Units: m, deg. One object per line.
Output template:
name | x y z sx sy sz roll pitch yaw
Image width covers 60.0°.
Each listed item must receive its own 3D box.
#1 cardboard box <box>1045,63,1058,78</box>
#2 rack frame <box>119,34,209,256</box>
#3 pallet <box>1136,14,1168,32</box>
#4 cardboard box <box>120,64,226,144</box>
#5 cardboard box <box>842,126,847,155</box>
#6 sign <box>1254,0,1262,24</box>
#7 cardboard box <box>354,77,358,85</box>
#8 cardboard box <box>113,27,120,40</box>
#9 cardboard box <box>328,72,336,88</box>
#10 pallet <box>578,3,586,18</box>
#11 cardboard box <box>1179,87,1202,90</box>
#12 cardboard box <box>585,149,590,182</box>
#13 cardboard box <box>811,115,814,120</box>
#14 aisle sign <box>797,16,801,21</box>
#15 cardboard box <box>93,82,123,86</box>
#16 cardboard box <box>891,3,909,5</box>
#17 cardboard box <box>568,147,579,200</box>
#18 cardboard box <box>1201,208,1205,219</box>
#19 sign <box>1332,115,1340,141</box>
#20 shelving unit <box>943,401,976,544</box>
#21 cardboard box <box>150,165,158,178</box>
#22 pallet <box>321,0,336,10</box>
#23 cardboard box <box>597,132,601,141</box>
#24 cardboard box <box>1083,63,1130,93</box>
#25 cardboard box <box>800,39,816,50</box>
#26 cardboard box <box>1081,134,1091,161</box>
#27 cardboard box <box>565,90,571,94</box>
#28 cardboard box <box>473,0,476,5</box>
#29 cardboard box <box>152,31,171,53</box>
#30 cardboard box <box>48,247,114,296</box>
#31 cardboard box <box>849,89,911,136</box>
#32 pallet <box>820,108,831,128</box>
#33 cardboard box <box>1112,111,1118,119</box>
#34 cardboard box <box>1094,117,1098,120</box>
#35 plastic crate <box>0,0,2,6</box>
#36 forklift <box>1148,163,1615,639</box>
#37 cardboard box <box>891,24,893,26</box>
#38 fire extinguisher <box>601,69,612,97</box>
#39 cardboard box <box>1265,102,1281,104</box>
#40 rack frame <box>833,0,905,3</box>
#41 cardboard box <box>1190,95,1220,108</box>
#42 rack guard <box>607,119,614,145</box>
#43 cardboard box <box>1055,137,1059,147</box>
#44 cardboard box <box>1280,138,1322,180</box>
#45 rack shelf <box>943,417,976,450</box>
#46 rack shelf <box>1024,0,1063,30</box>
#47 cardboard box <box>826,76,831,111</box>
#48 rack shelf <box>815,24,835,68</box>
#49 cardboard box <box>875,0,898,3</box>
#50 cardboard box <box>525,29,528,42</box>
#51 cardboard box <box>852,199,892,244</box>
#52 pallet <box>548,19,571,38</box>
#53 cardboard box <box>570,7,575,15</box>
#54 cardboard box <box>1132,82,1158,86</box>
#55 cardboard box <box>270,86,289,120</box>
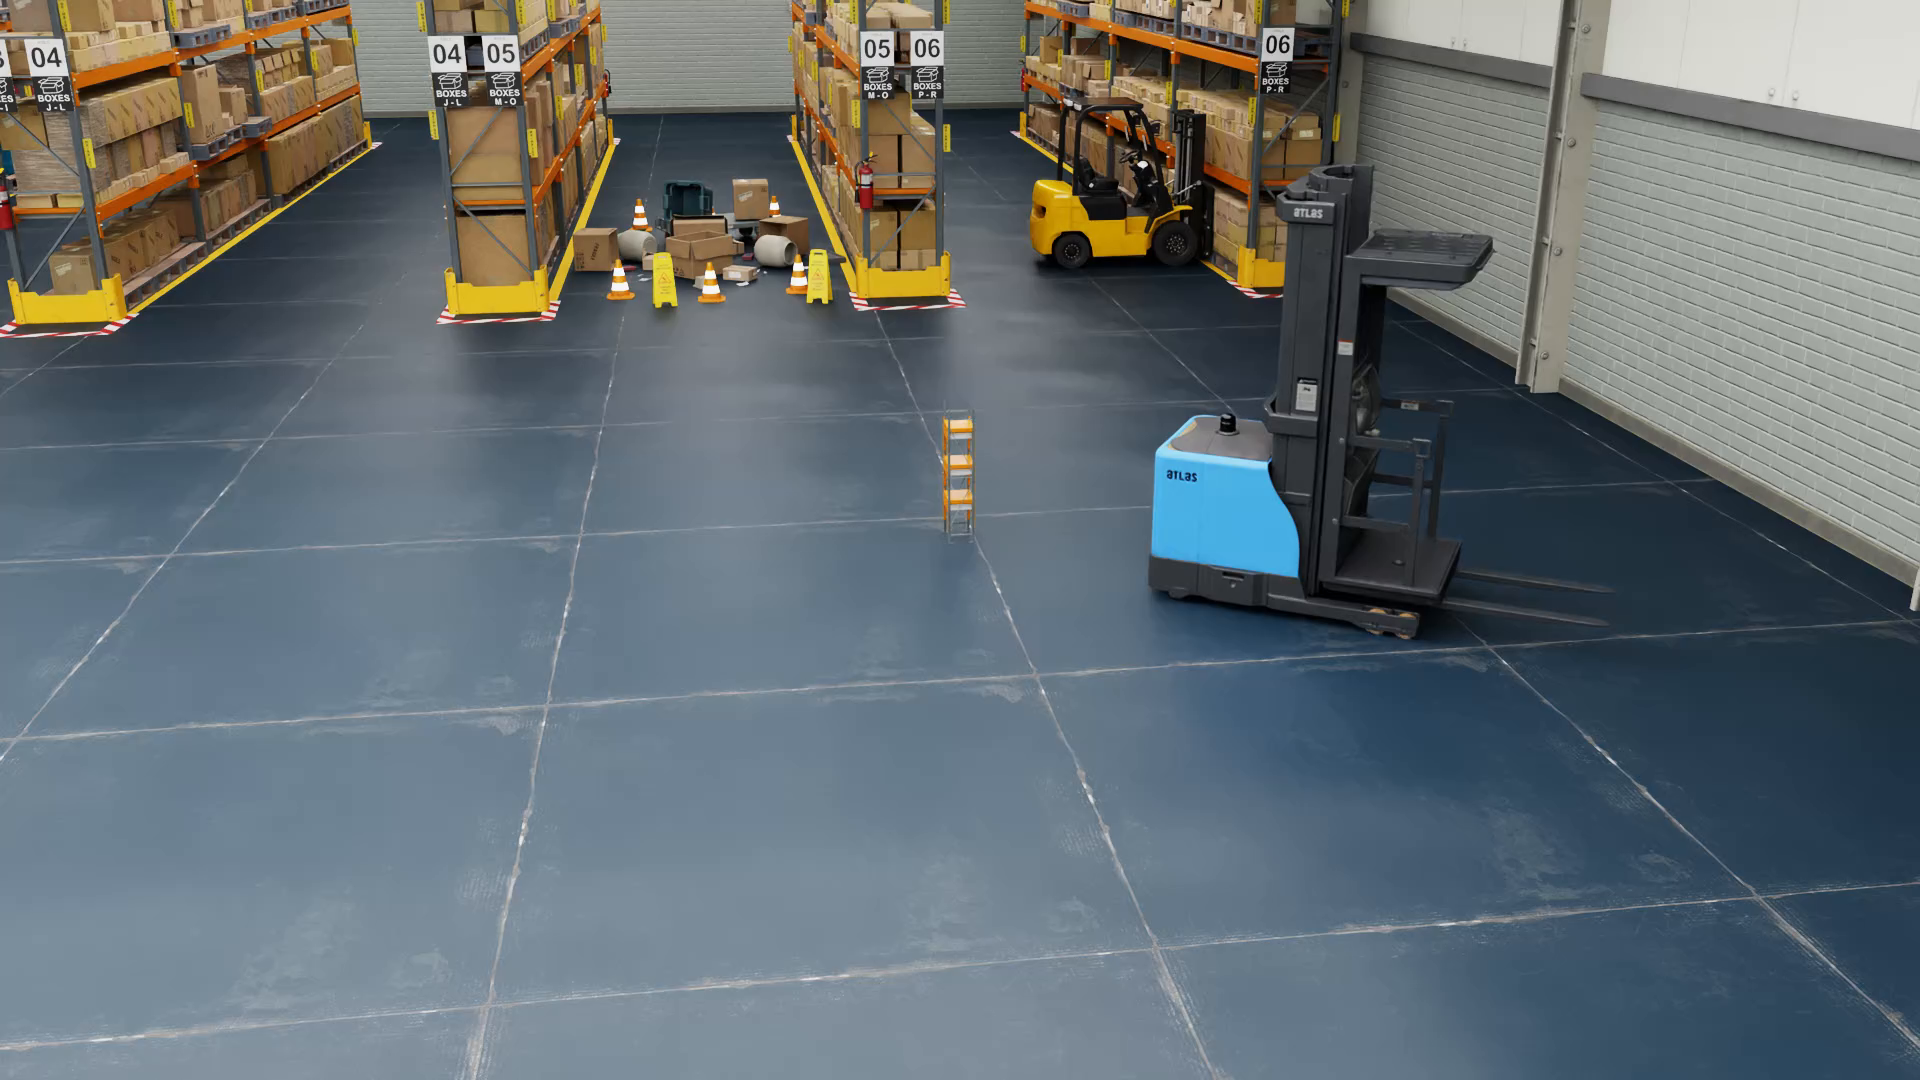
cardboard box | 2.013 -9.480 33.599 0.500 0.250 0.500 -3 21 -8
rack frame | -11.092 -5.379 22.831 1.000 3.000 0.127 -3 21 -8
pallet | 3.400 -8.215 26.406 1.003 0.211 1.213 -2 21 -5
cardboard box | -11.068 -6.139 23.408 1.000 1.000 1.000 -3 21 -7
cardboard box | -1.343 -5.552 22.725 0.500 0.500 0.500 -3 21 -8
sign | 3.664 -6.506 20.409 0.100 0.325 0.005 -3 21 -8
cardboard box | -12.444 -9.310 33.714 0.380 0.149 0.250 -3 21 -7
cardboard box | -10.612 -6.249 20.518 0.380 0.149 0.250 -4 21 -10
cardboard box | -12.200 -8.746 31.634 0.500 0.250 0.500 -2 21 -6
pallet | -7.338 -9.462 29.745 1.213 0.211 1.003 -3 21 -8
cardboard box | 3.656 -7.058 26.256 0.380 0.149 0.250 -3 21 -8
cardboard box | -6.671 -6.437 28.635 0.500 0.500 0.500 -3 21 -7
cardboard box | -2.681 -8.490 34.223 0.875 0.438 0.875 -2 21 -6
aisle sign | -3.312 -11.262 34.866 0.394 0.787 0.004 -3 21 -8
cardboard box | -11.205 -5.692 21.672 0.500 0.500 0.500 -3 21 -8
cardboard box | -0.910 -7.355 23.054 0.380 0.149 0.250 -3 21 -9
cardboard box | -6.747 -5.907 26.859 1.050 0.750 0.750 -3 21 -8
cardboard box | 3.598 -4.567 23.271 0.500 0.250 0.500 -3 21 -8
sign | 4.753 -5.214 21.039 0.100 0.325 0.005 -3 21 -8
shelving unit | -0.008 -0.510 12.582 0.215 1.050 0.252 -3 21 -8
cardboard box | -10.639 -4.767 21.550 0.380 0.149 0.250 -3 21 -8
pallet | -12.525 -10.218 31.626 1.003 0.211 1.213 -3 21 -8
cardboard box | -7.280 -7.953 32.771 0.380 0.149 0.250 -3 21 -8
cardboard box | 2.631 -8.317 29.948 0.797 0.503 0.637 -3 21 -9
cardboard box | -2.780 -9.314 31.793 0.500 0.500 0.500 -3 21 -8
cardboard box | 2.543 -7.211 30.707 0.500 0.500 0.500 -4 21 -10
cardboard box | -6.616 -7.375 27.509 0.380 0.149 0.250 -2 21 -5
cardboard box | -6.160 -6.654 20.433 0.380 0.149 0.250 -3 21 -9
cardboard box | -10.768 -6.569 21.945 0.500 0.250 0.500 -2 21 -6
cardboard box | -10.588 -3.237 20.068 0.500 0.500 0.500 1 20 2
cardboard box | -0.998 -5.315 20.661 0.700 0.500 0.500 -3 21 -9
pallet | -1.654 -6.933 27.265 1.213 0.211 1.003 -3 21 -8
cardboard box | 2.872 -7.279 28.133 0.500 0.250 0.500 -3 21 -8
cardboard box | 2.811 -8.117 32.208 0.380 0.149 0.250 -4 21 -10
plastic crate | -17.709 -9.851 30.686 0.437 0.282 0.530 -3 21 -8
forklift | 2.883 -0.932 11.022 3.031 2.935 1.130 9 22 22
cardboard box | -0.679 -6.508 21.357 0.500 0.250 0.500 -2 21 -6
fire extinguisher | -7.478 -9.649 34.906 0.296 0.674 0.183 -3 21 -8
cardboard box | 4.171 -5.900 22.730 0.380 0.149 0.250 -3 21 -7
rack frame | -1.285 -8.689 23.120 1.000 3.000 0.127 -3 21 -8
cardboard box | 3.487 -6.227 23.607 0.380 0.149 0.250 -2 21 -7
rack guard | -7.888 -8.552 34.899 1.175 0.500 0.348 -3 21 -8
cardboard box | 2.102 -7.940 33.162 0.380 0.149 0.250 -4 21 -9
cardboard box | 4.406 -4.978 21.615 0.500 0.500 0.500 -2 21 -6
rack shelf | -0.008 -0.766 12.486 0.215 0.259 0.240 -3 21 -8
rack shelf | 2.185 -10.661 33.715 1.077 0.370 4.000 -3 21 -8
cardboard box | -1.796 -6.942 25.848 0.500 0.500 0.500 -4 21 -10
rack shelf | -1.573 -7.640 25.625 1.077 0.370 4.000 -3 21 -8
cardboard box | -1.055 -8.039 24.567 0.500 0.250 0.500 -3 21 -9
cardboard box | -5.397 -6.050 19.957 0.380 0.149 0.250 -3 21 -8
cardboard box | -1.161 -4.199 21.929 0.500 0.500 0.500 -2 21 -6
pallet | -6.436 -7.689 24.998 1.003 0.211 1.213 -2 21 -5
cardboard box | -6.564 -8.642 27.139 0.500 0.500 0.500 -3 21 -8
cardboard box | 3.022 -7.386 27.134 0.380 0.149 0.250 -3 21 -7
cardboard box | -11.623 -7.349 27.961 0.500 0.500 0.500 -3 21 -9
